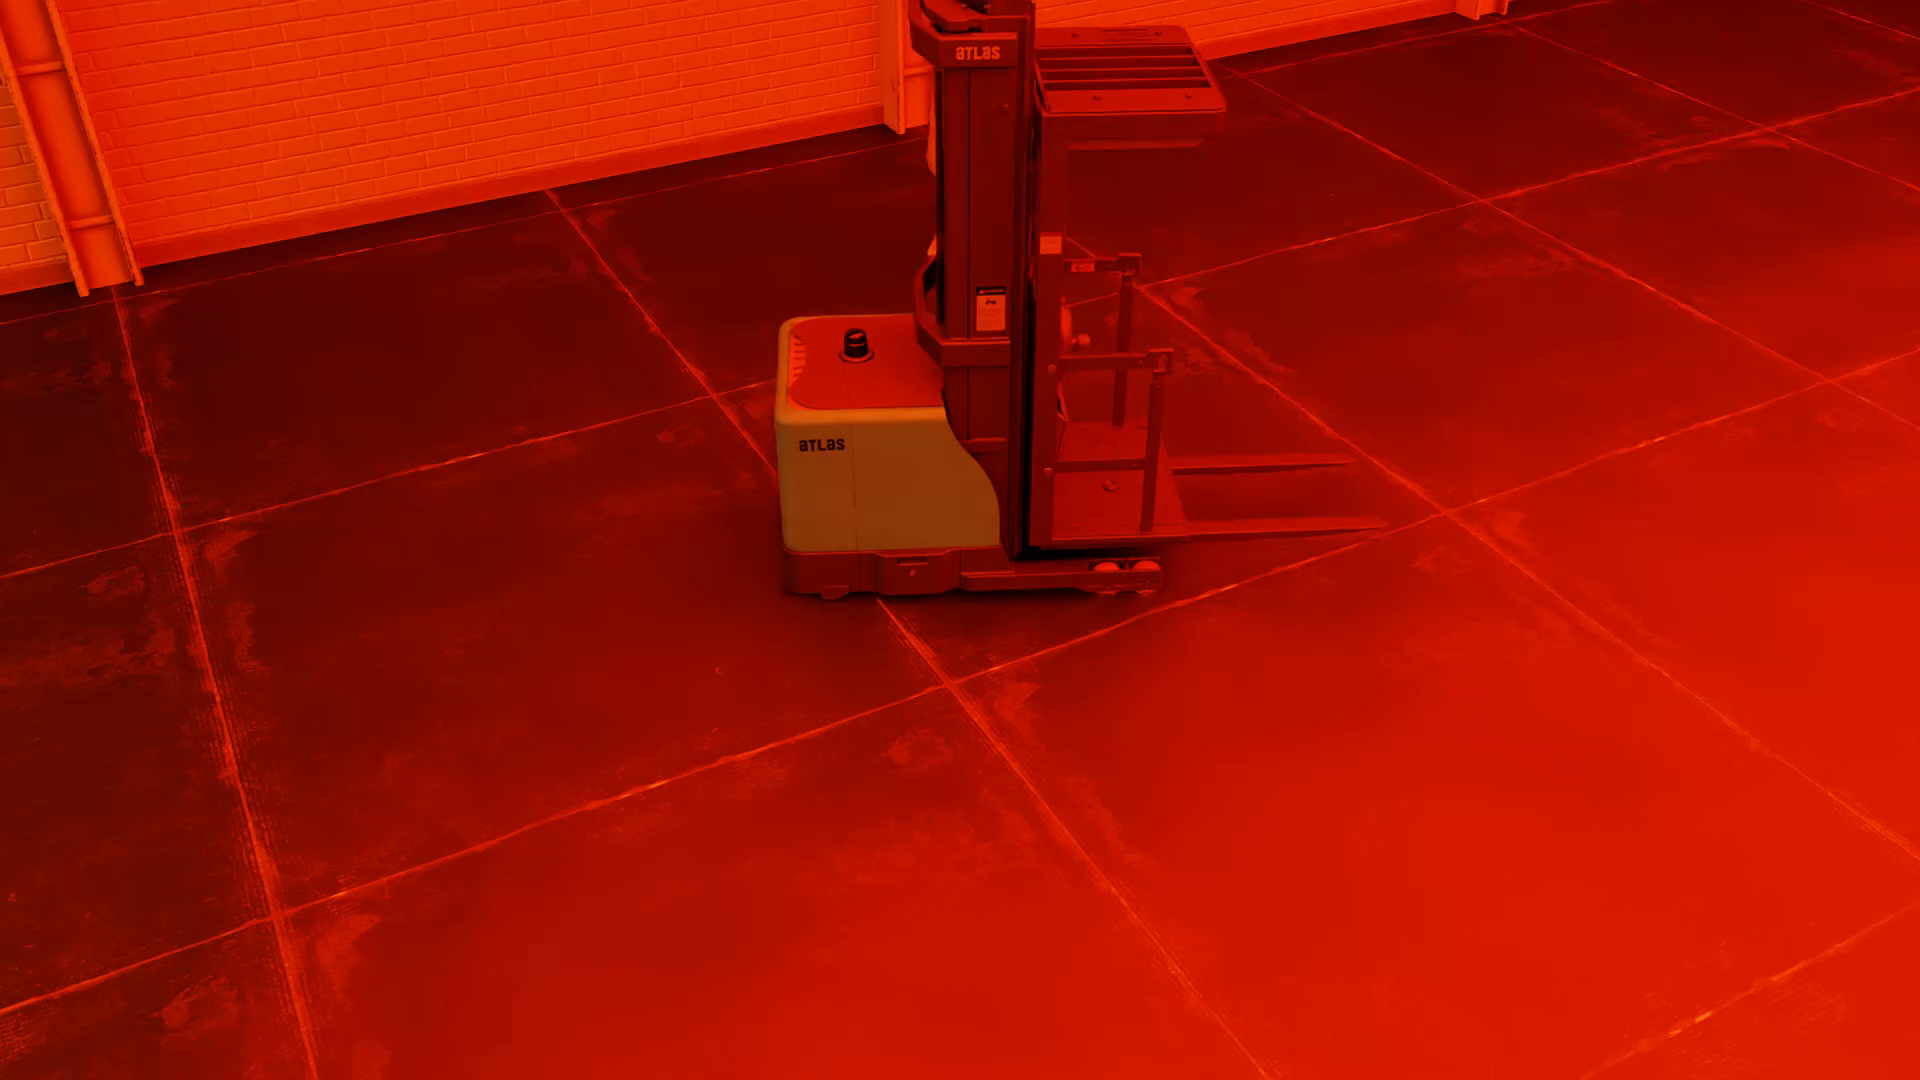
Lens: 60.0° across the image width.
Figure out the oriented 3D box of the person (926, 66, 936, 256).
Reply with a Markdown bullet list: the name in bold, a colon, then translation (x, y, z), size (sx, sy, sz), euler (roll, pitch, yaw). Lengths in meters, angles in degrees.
- **person**: translation (0.042, -2.480, 10.807), size (0.534, 1.621, 0.673), euler (-10, 37, -14)

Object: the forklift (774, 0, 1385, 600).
- **forklift**: translation (0.613, -1.225, 7.857), size (3.031, 2.935, 1.130), euler (-2, 35, -3)
